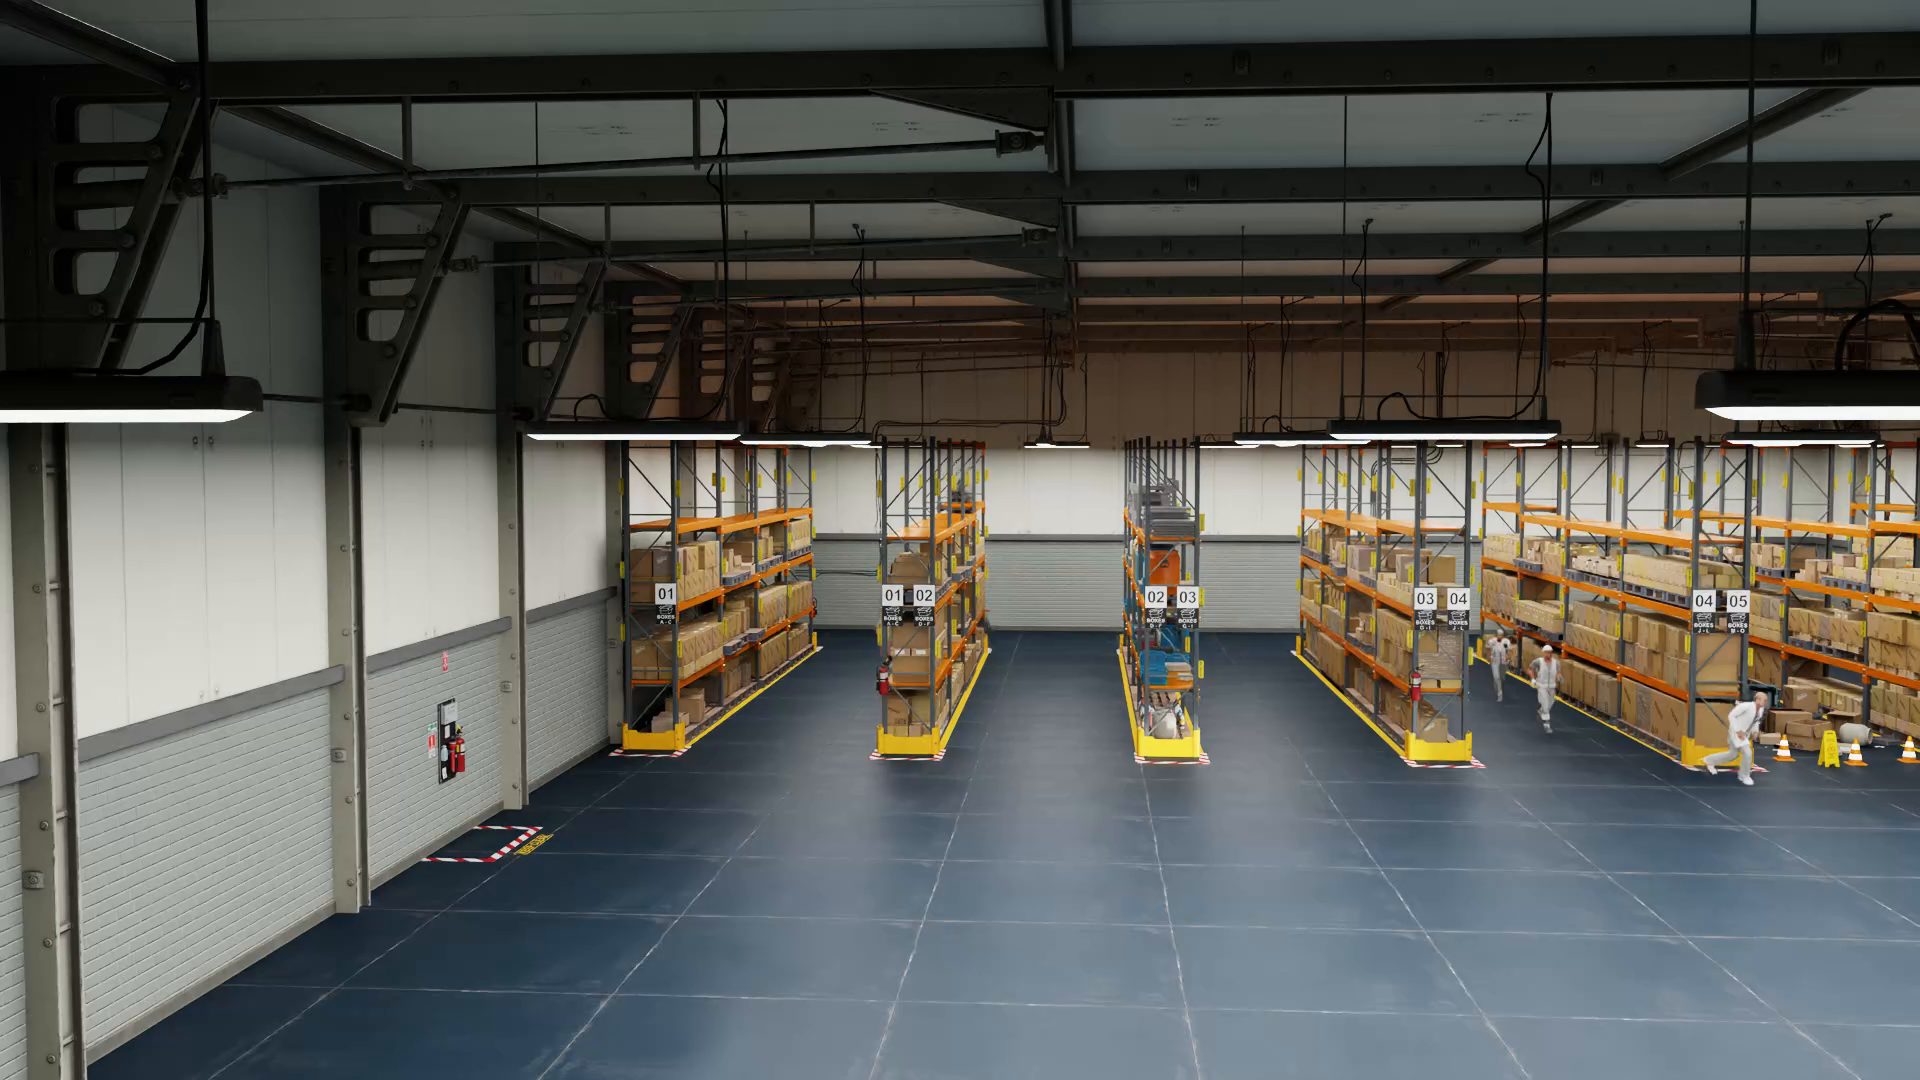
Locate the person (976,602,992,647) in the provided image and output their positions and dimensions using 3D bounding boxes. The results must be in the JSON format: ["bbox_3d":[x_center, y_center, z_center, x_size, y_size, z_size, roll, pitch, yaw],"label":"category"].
[{"bbox_3d":[0.566,2.324,48.773,0.716,1.694,0.566,2,4,35],"label":"person"}]

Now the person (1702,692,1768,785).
[{"bbox_3d":[13.457,3.396,28.877,0.712,1.626,1.102,-2,4,-34],"label":"person"}]

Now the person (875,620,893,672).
[{"bbox_3d":[-1.911,2.621,42.786,0.572,1.631,0.537,0,3,8],"label":"person"}]

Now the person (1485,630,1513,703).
[{"bbox_3d":[12.425,2.873,38.343,0.607,1.659,1.030,0,3,7],"label":"person"}]

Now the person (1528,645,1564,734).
[{"bbox_3d":[11.958,3.020,34.034,0.623,1.779,0.947,0,3,-3],"label":"person"}]
